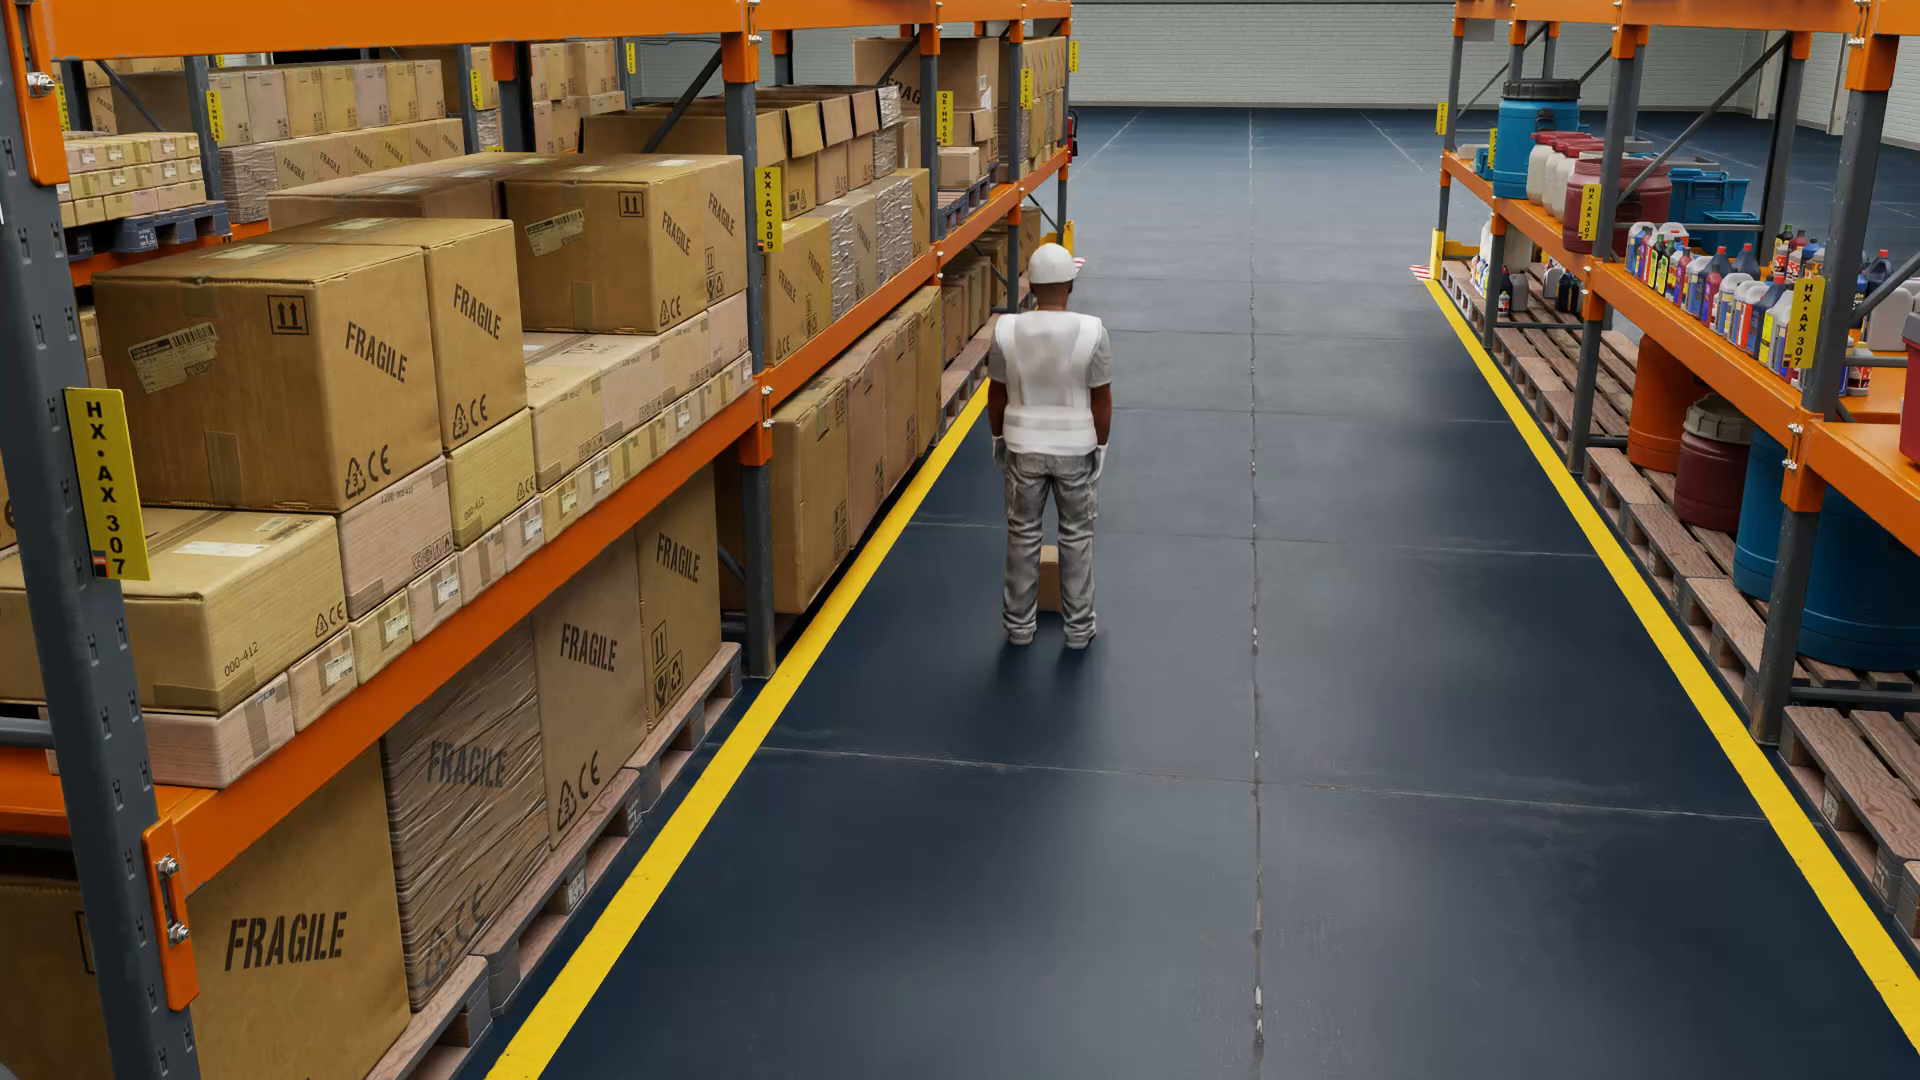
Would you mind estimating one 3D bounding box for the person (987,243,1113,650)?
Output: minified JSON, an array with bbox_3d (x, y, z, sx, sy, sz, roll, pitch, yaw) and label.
[{"bbox_3d":[0.391,-0.401,7.266,0.548,1.787,0.378,3,18,10],"label":"person"}]
